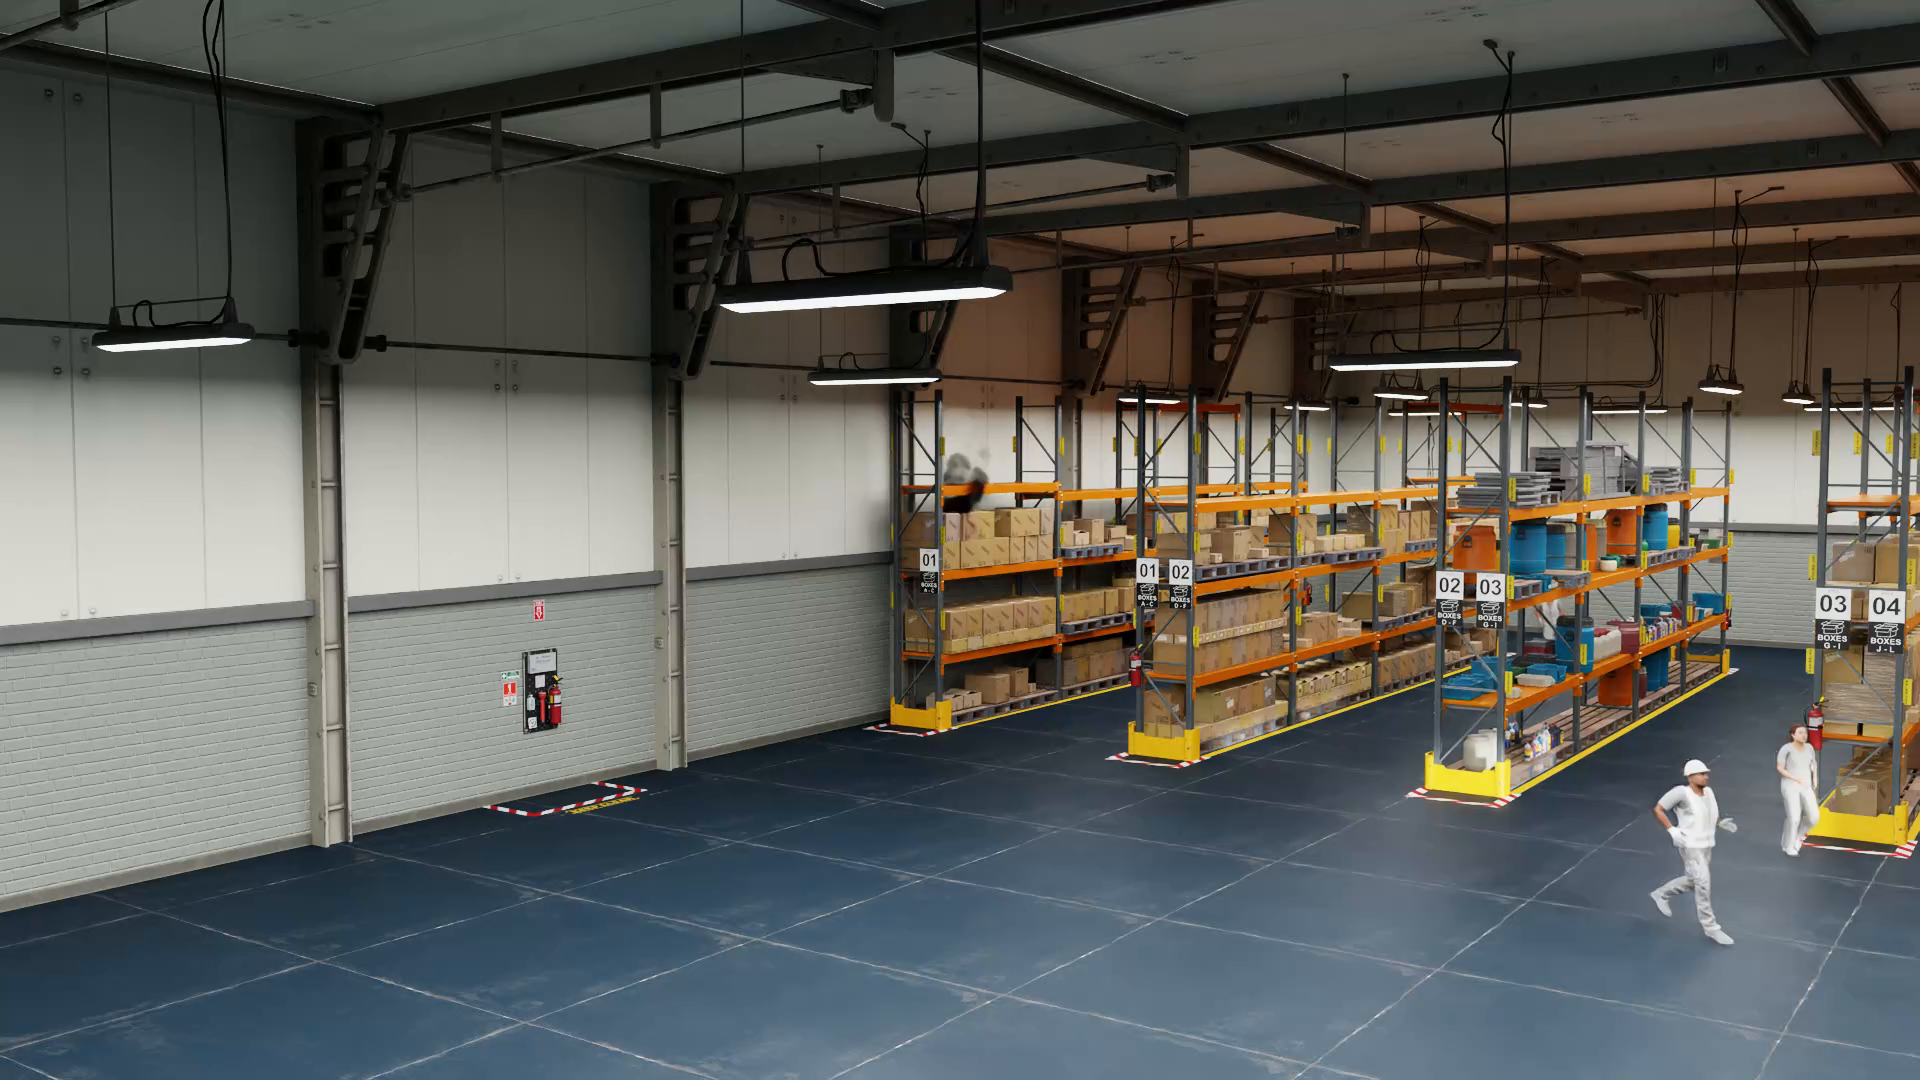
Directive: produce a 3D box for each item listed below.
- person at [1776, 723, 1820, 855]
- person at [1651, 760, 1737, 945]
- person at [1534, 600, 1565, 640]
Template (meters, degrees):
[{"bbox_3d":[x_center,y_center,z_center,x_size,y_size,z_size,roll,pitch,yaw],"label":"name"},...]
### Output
[{"bbox_3d":[10.242,3.041,20.258,0.582,1.632,0.566,0,3,-6],"label":"person"},{"bbox_3d":[7.513,3.143,17.043,0.682,1.791,0.987,-2,4,-33],"label":"person"},{"bbox_3d":[13.575,1.976,38.246,0.663,1.741,0.617,1,3,12],"label":"person"}]
